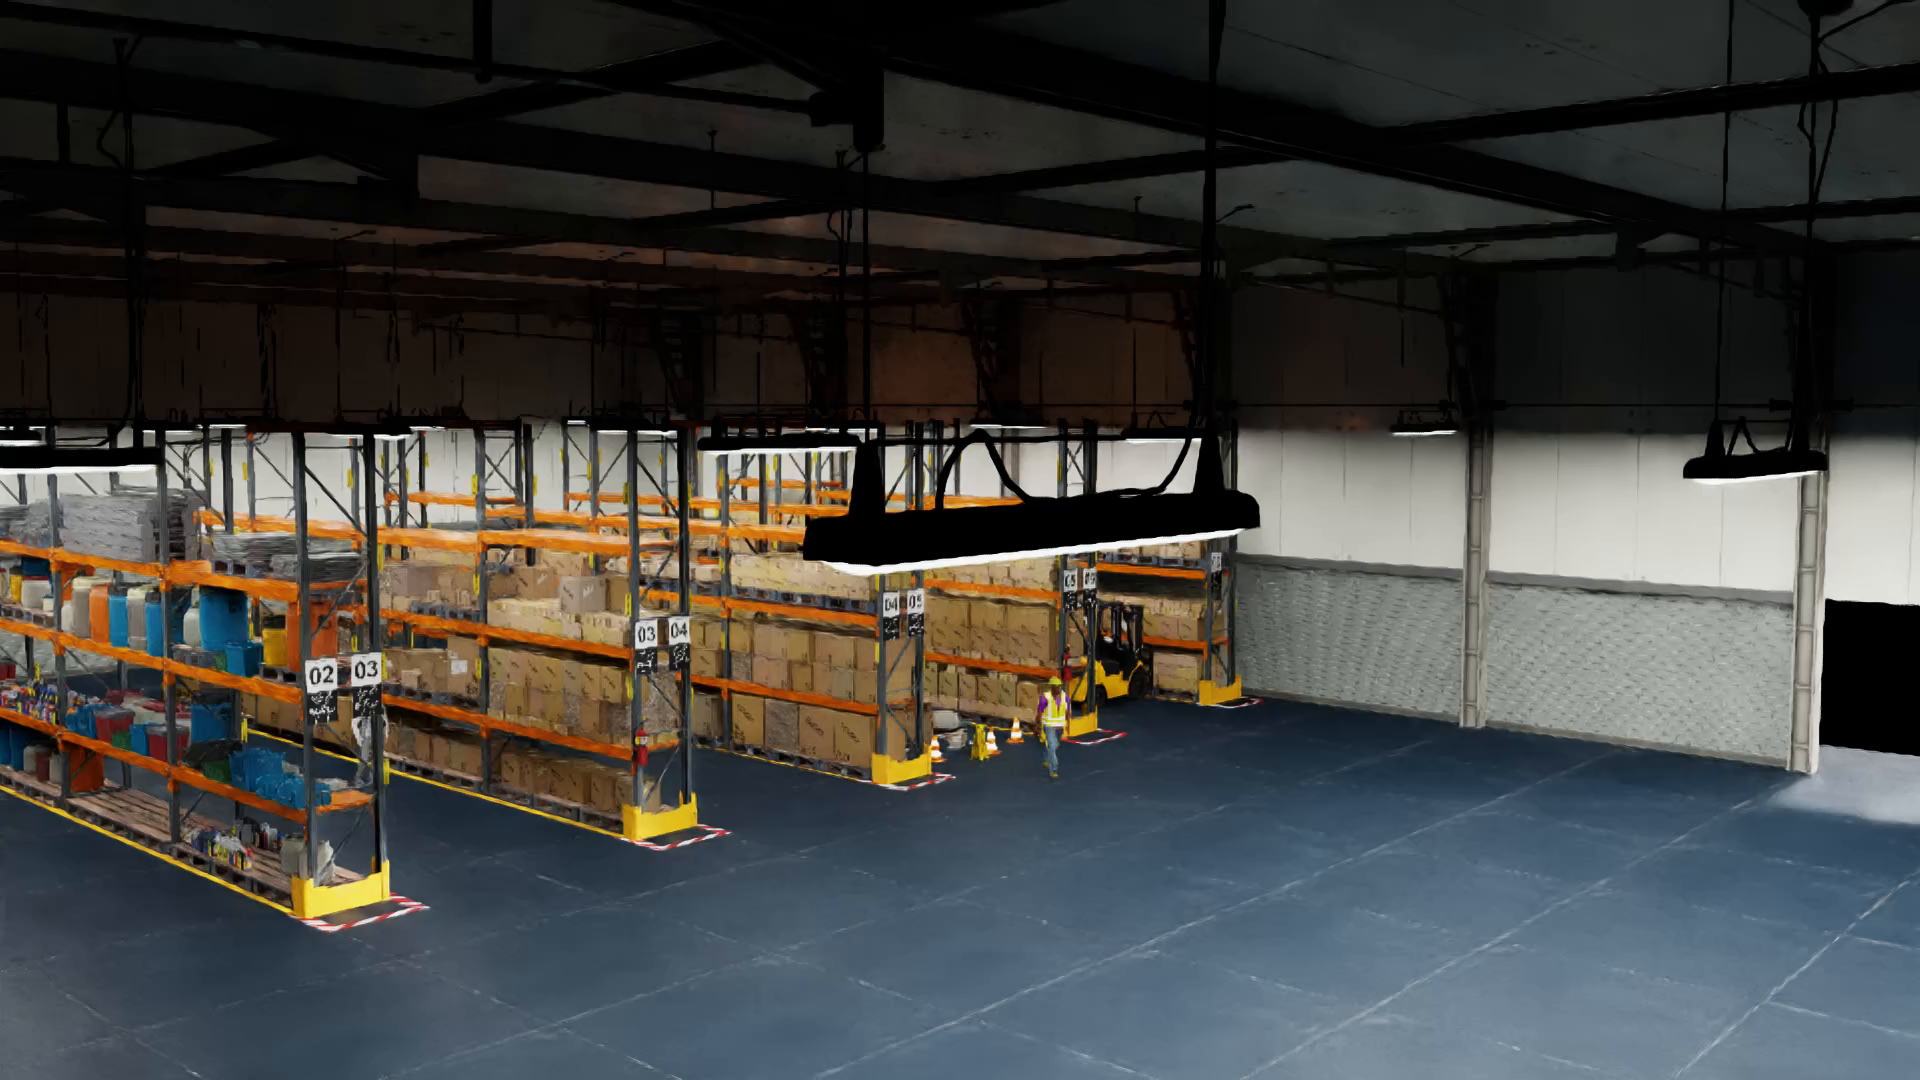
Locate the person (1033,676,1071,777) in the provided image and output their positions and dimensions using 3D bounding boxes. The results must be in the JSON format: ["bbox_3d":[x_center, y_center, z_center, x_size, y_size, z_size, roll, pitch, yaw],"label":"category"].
[{"bbox_3d":[1.592,3.160,28.441,0.618,1.712,0.971,-2,5,-27],"label":"person"}]

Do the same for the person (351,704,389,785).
[{"bbox_3d":[-9.803,3.264,27.657,0.502,1.631,0.639,4,6,42],"label":"person"}]

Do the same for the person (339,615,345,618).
[{"bbox_3d":[-13.875,2.472,37.337,1.110,1.589,0.446,4,6,40],"label":"person"}]
